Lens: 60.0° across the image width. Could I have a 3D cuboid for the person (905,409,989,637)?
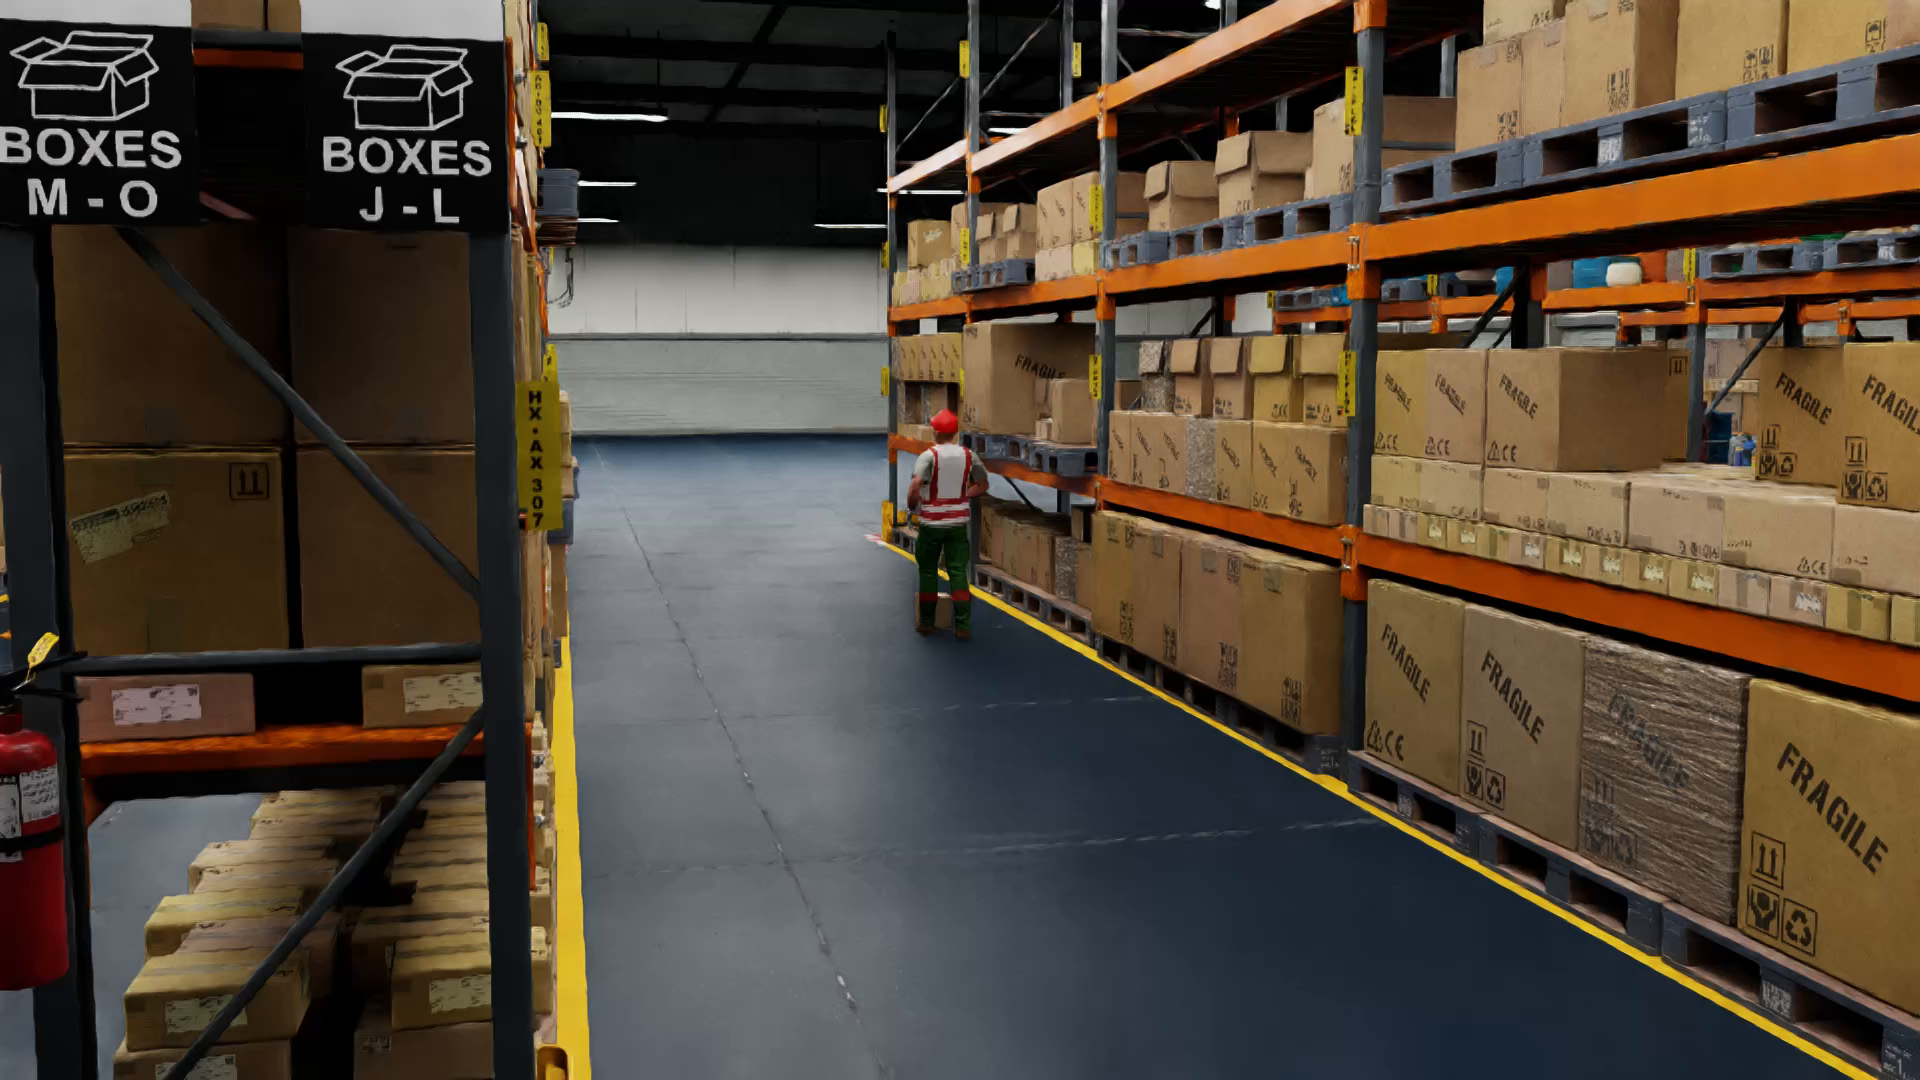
[{"bbox_3d":[-0.170,-0.129,13.029,0.709,1.795,0.710,-2,7,-22],"label":"person"}]
